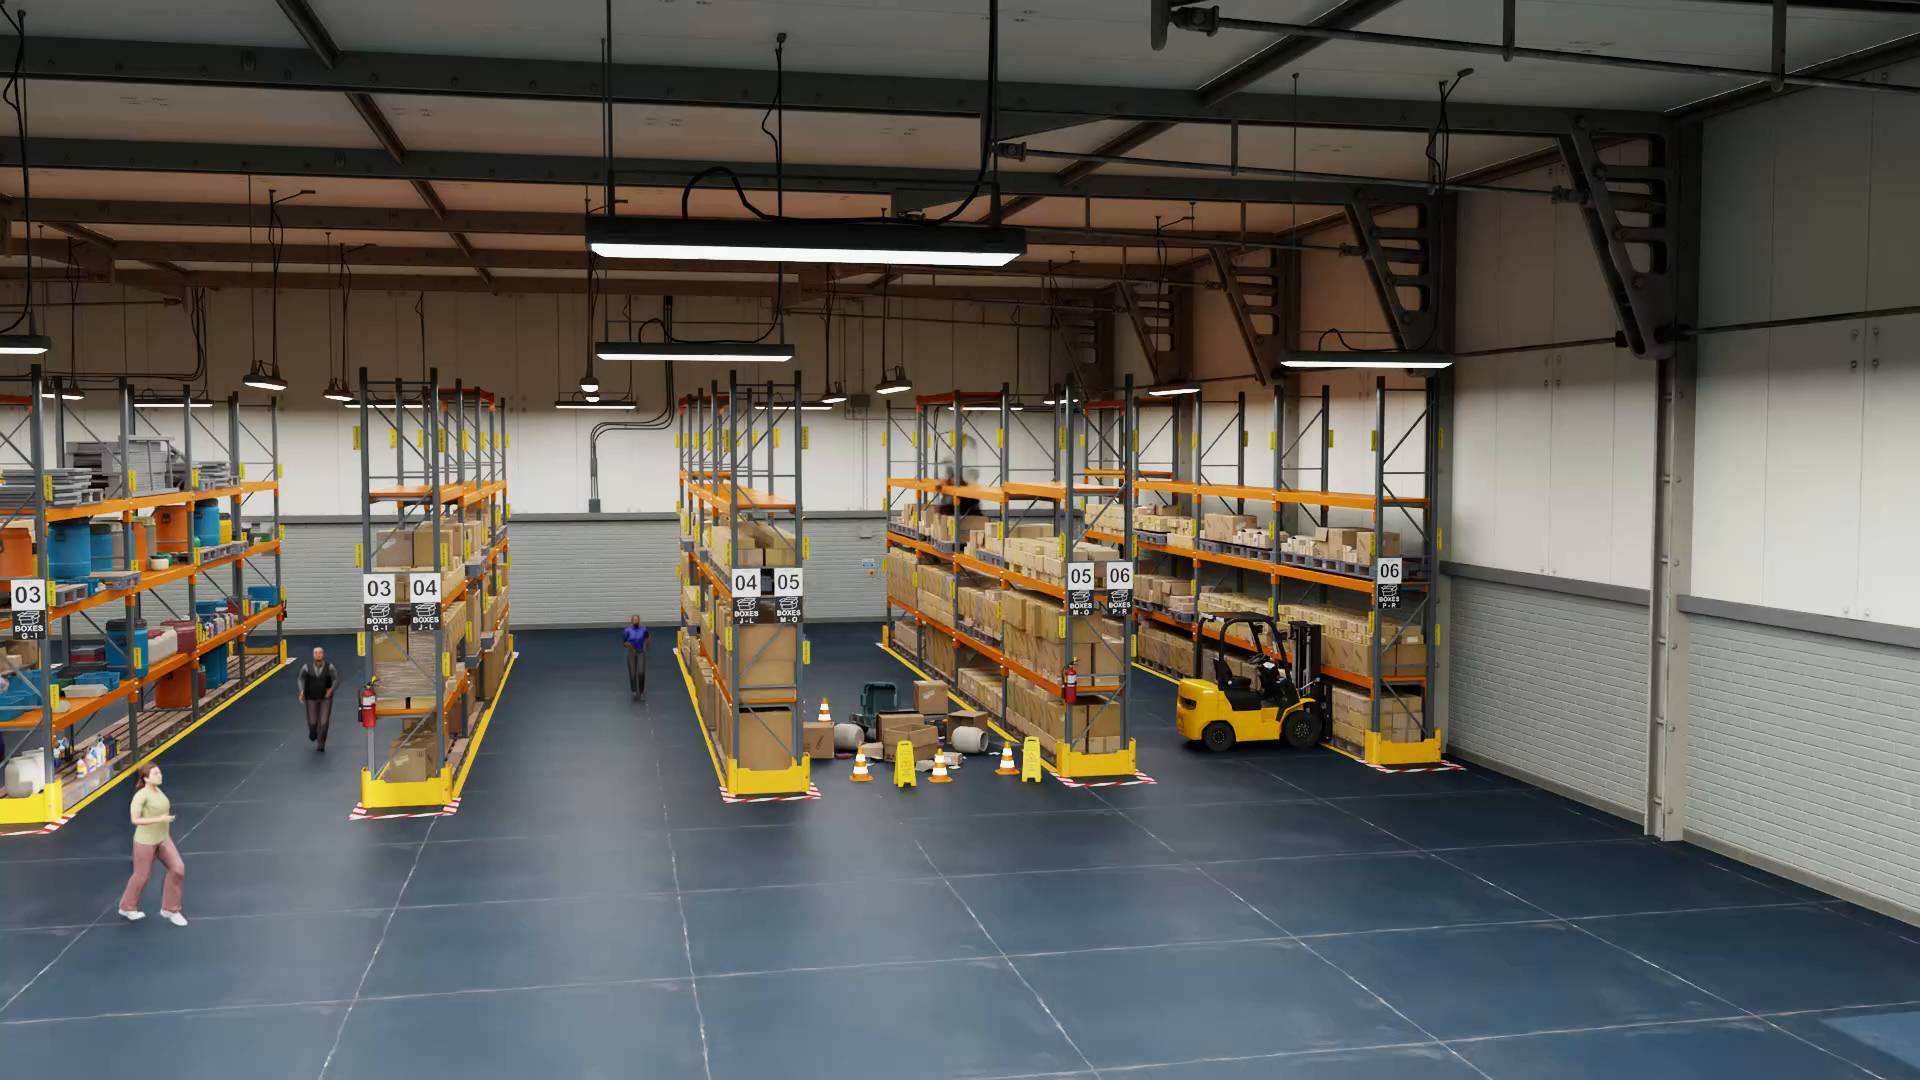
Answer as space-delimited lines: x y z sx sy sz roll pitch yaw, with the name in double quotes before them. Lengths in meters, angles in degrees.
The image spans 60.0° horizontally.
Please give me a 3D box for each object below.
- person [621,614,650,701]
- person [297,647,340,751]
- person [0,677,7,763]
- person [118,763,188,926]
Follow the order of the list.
"person" -6.261 2.285 32.120 0.566 1.704 0.727 -1 3 -13
"person" -10.371 2.573 26.897 0.662 1.679 0.581 -1 4 -20
"person" -14.808 2.661 25.349 0.580 1.694 0.855 -1 4 -18
"person" -8.371 3.145 17.123 0.741 1.716 0.539 1 4 14
